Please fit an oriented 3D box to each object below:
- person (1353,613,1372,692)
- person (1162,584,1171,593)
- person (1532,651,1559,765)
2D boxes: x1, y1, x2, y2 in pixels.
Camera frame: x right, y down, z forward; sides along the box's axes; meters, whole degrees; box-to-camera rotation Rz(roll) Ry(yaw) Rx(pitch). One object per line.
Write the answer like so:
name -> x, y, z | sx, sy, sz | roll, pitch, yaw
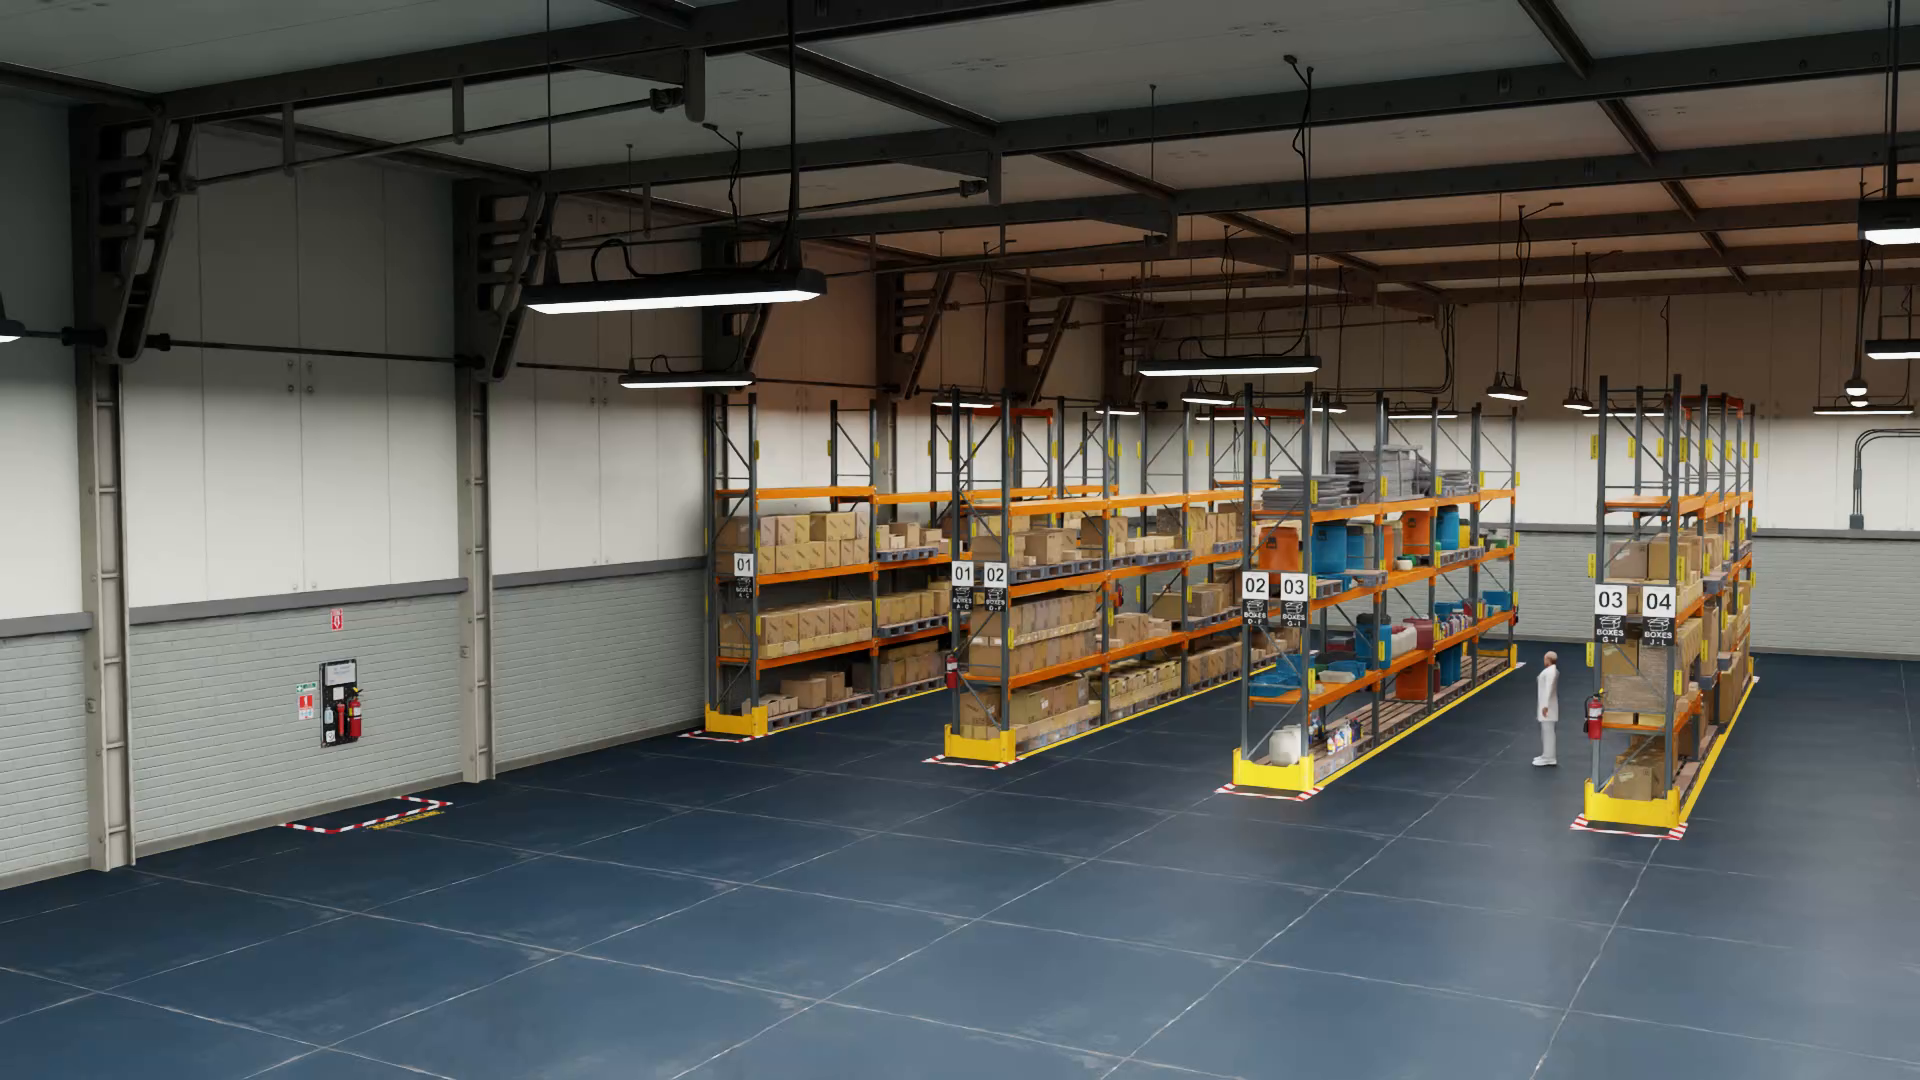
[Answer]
person -> 8.319, 2.321, 34.470 | 0.477, 1.641, 0.485 | 2, 4, 31
person -> 5.192, 1.927, 41.973 | 0.475, 1.621, 1.064 | 1, 3, 25
person -> 9.373, 2.675, 26.612 | 0.459, 1.788, 0.583 | 0, 3, 9
